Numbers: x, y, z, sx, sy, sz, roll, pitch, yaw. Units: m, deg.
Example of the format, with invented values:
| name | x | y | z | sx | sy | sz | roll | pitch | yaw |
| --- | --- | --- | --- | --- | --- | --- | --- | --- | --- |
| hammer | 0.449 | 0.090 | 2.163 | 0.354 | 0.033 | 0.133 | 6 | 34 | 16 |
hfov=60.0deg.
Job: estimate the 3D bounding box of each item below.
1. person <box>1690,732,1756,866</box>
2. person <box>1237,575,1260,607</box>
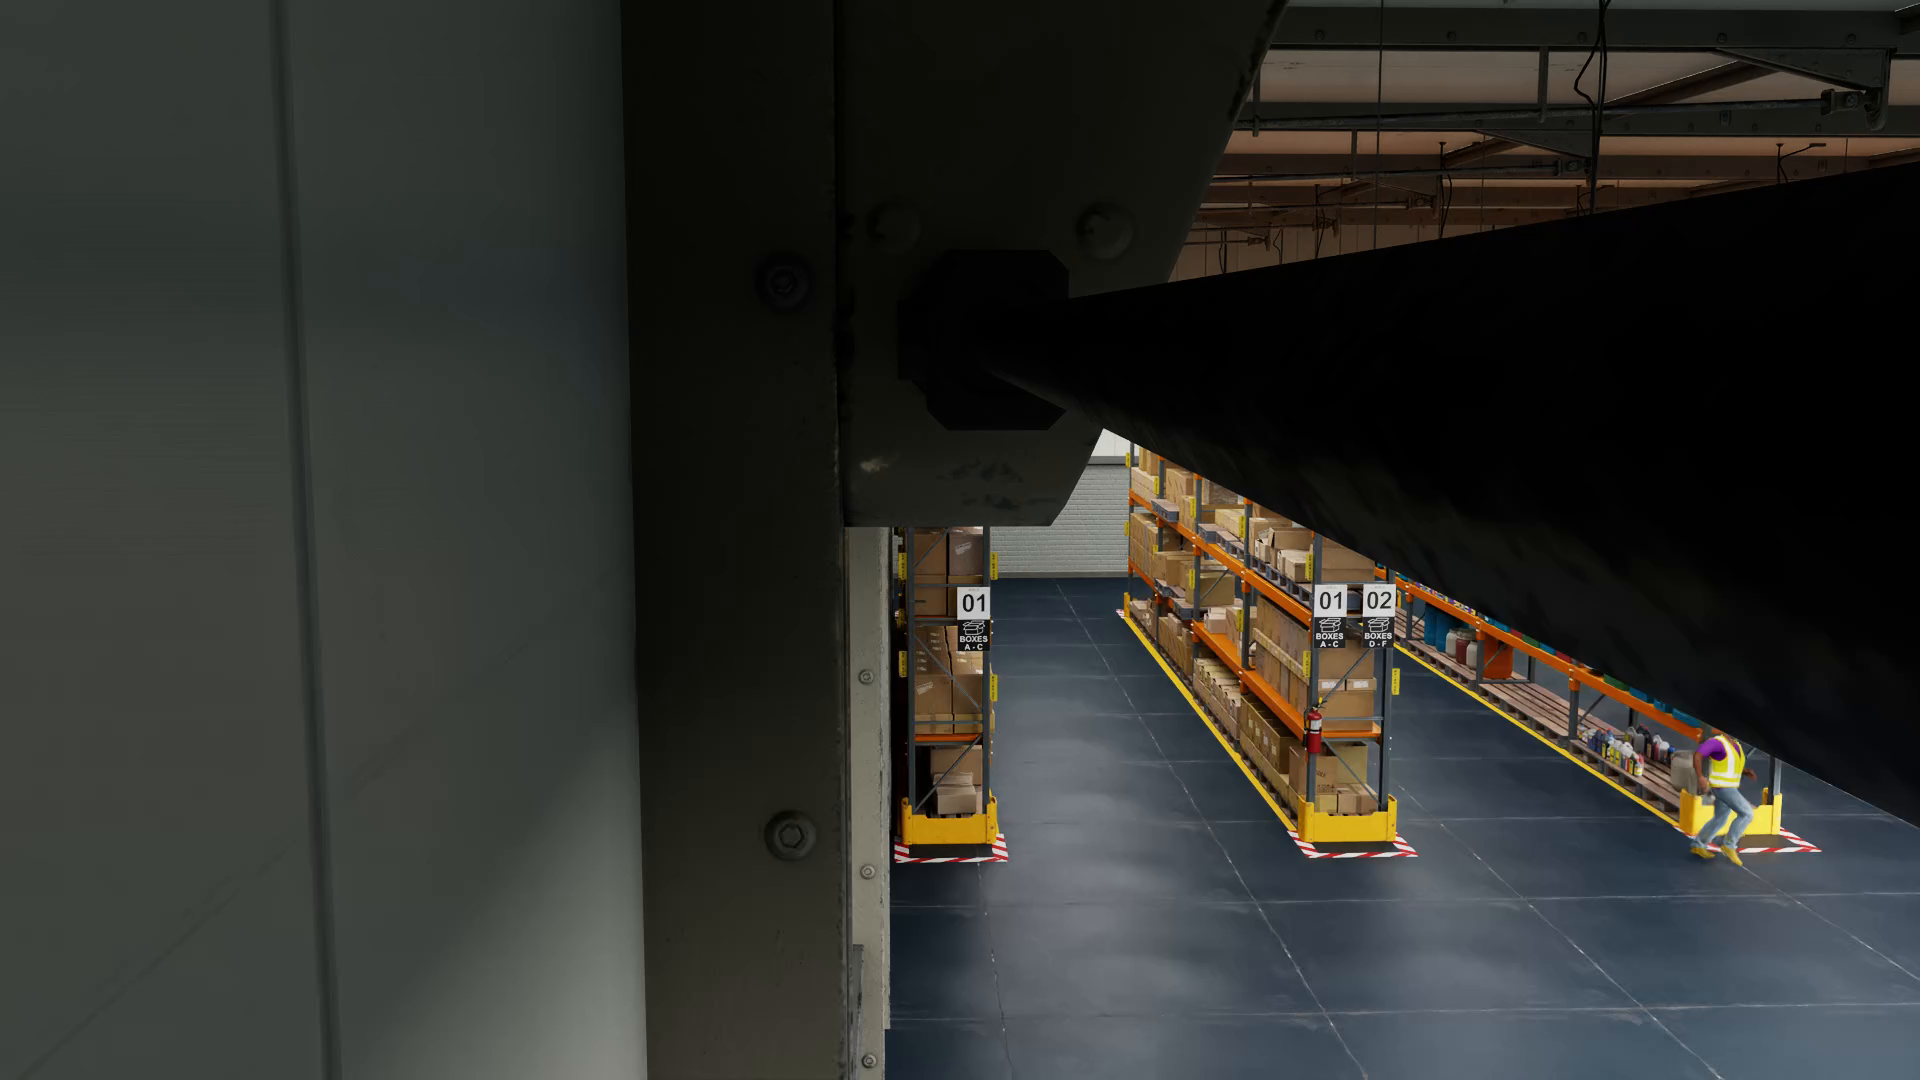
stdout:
| name | x | y | z | sx | sy | sz | roll | pitch | yaw |
| --- | --- | --- | --- | --- | --- | --- | --- | --- | --- |
| person | 9.125 | 2.934 | 19.769 | 0.684 | 1.716 | 0.713 | 6 | 10 | 40 |
| person | 6.122 | 1.035 | 34.976 | 0.584 | 1.670 | 0.821 | -1 | 7 | -7 |
